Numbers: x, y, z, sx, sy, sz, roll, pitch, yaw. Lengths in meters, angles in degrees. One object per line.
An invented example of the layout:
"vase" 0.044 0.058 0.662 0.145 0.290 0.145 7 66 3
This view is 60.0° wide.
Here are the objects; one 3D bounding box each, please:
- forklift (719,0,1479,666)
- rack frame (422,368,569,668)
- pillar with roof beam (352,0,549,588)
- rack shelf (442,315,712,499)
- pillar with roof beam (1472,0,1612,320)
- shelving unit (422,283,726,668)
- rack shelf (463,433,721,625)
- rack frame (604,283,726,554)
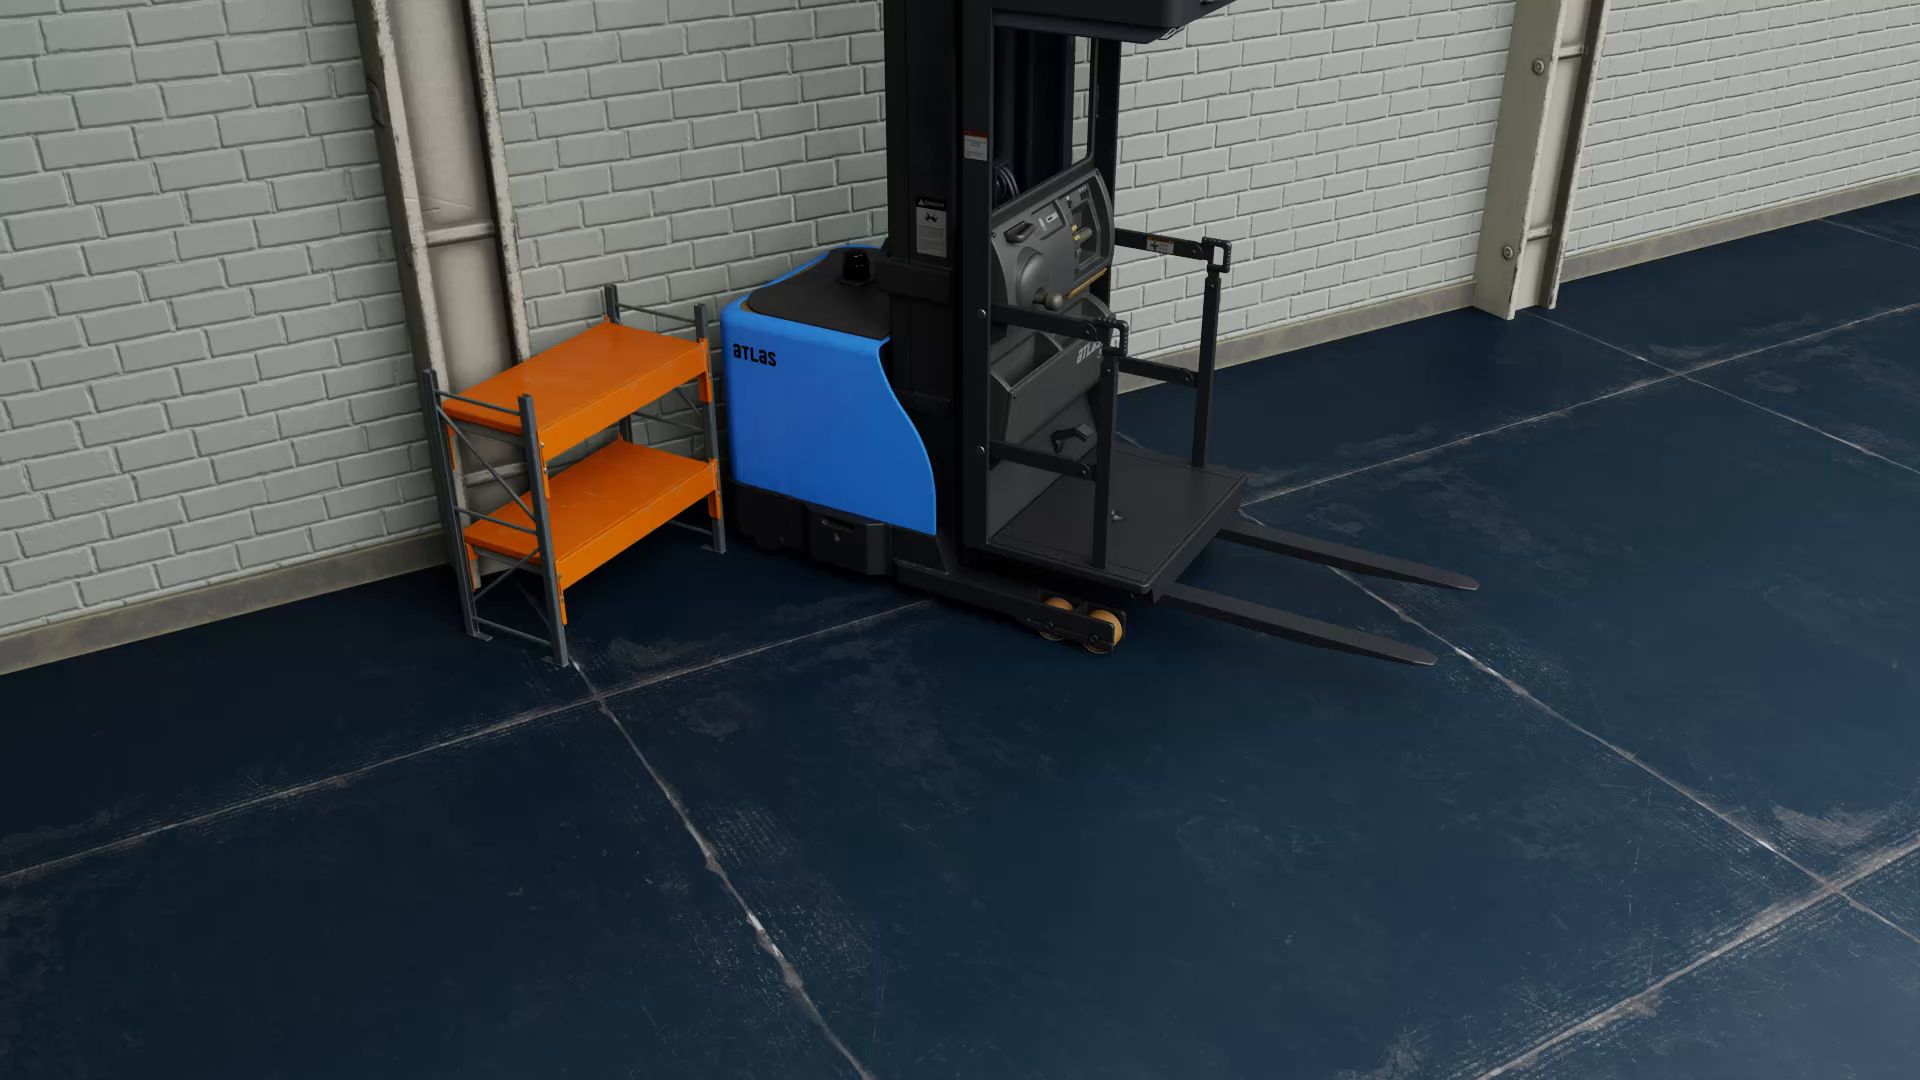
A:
"forklift" 0.543 -1.136 6.275 3.031 2.935 1.130 15 32 25
"rack frame" -1.727 -0.067 6.208 0.500 1.125 0.032 15 32 25
"pillar with roof beam" 0.240 -2.051 1.654 0.400 9.000 9.100 -16 33 -26
"rack shelf" -1.480 -0.538 6.455 0.538 0.278 1.000 15 32 25
"pillar with roof beam" 5.413 -3.520 4.315 0.400 9.000 9.100 -16 33 -26
"shelving unit" -1.480 -0.282 6.597 0.538 1.125 1.048 15 32 25
"rack shelf" -1.480 -0.068 6.715 0.538 0.278 1.000 15 32 25
"rack frame" -1.233 -0.497 6.986 0.500 1.125 0.032 15 32 25
